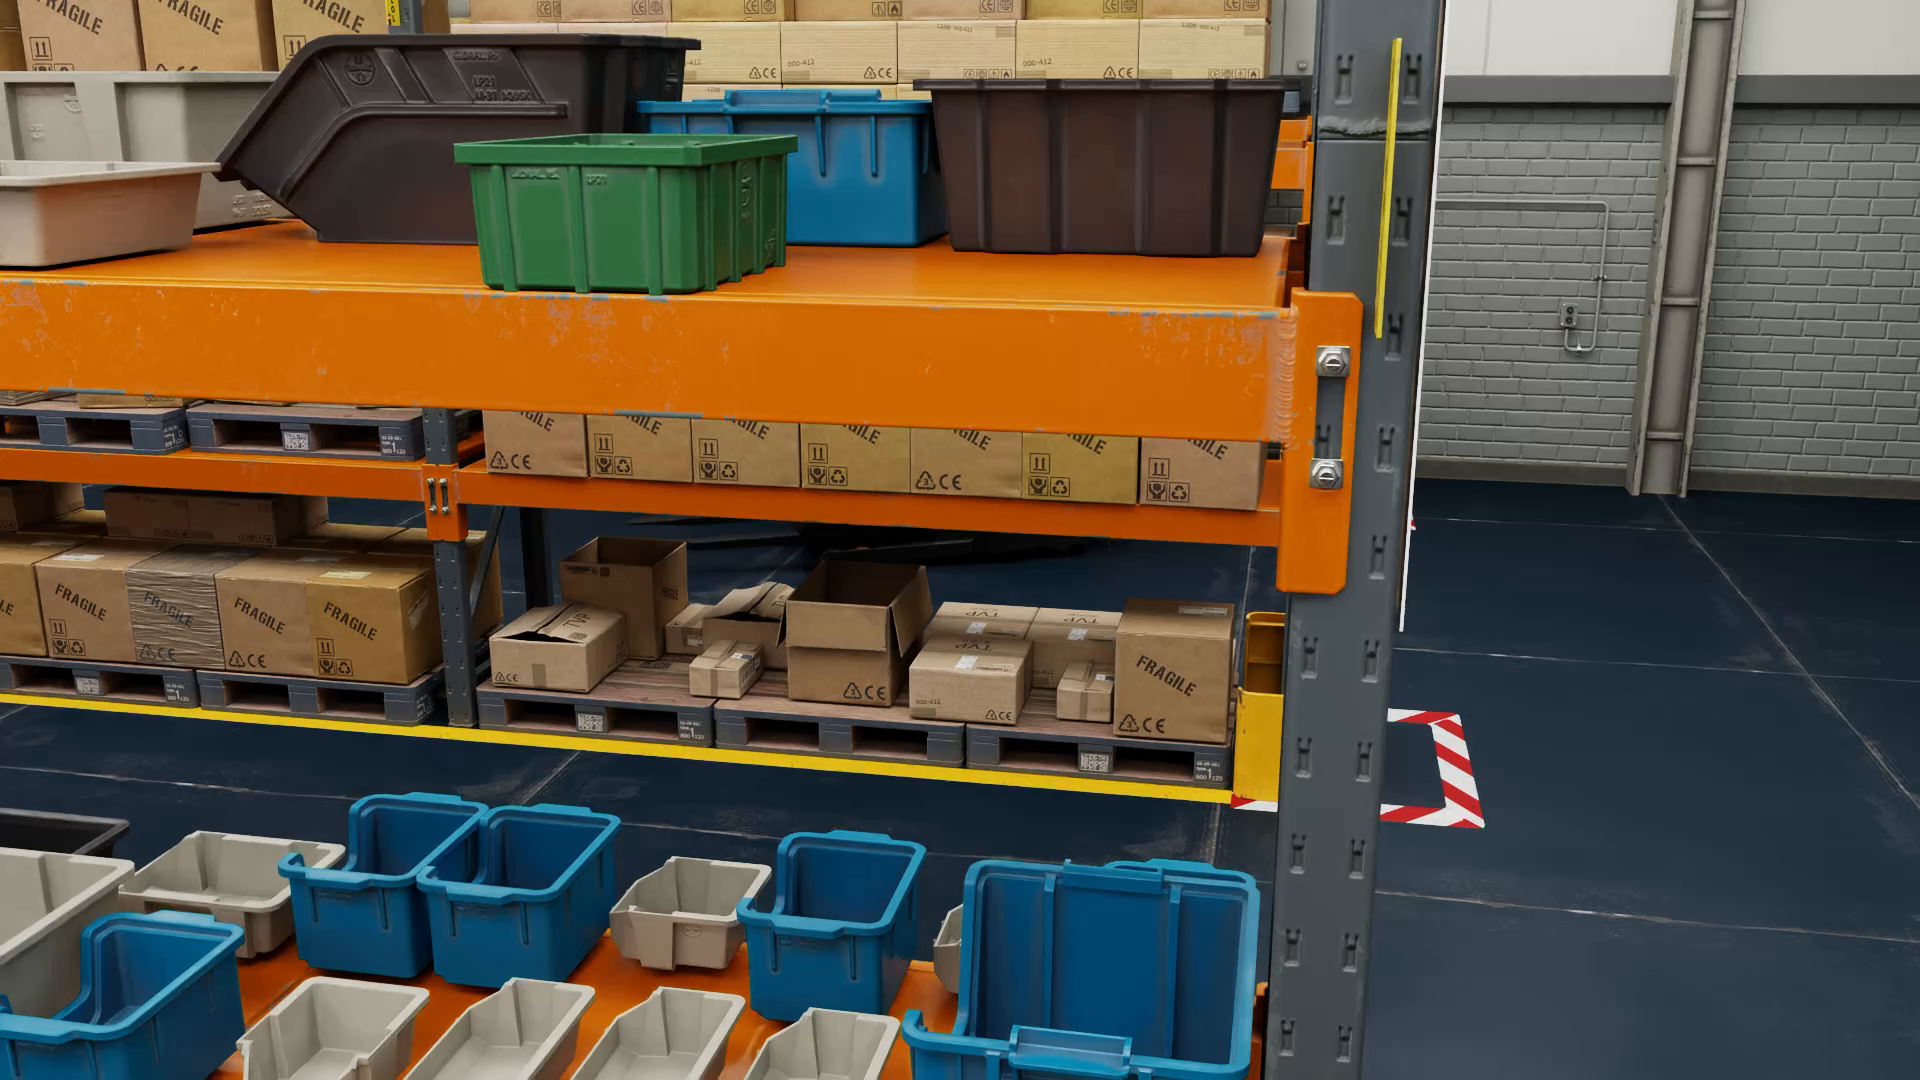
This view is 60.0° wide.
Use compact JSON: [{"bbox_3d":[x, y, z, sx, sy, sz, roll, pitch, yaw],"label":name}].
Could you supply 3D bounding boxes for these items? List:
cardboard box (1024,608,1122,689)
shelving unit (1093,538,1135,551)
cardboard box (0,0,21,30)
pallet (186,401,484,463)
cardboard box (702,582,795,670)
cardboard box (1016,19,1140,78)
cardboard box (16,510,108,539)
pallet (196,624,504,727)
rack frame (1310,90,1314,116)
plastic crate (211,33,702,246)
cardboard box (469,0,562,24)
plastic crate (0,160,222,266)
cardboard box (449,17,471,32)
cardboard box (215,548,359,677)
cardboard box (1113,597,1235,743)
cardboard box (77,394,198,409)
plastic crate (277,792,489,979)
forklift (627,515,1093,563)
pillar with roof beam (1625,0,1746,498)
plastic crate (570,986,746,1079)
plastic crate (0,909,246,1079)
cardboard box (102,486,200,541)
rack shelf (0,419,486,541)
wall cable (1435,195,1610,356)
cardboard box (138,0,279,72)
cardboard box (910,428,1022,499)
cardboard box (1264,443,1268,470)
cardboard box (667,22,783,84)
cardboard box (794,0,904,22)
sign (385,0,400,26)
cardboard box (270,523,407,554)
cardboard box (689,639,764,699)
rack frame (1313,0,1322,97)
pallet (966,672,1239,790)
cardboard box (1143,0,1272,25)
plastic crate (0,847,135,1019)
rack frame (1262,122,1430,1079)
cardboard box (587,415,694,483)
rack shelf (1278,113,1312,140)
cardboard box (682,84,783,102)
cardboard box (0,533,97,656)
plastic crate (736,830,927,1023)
[{"bbox_3d":[0.600,0.543,8.240,0.500,0.250,0.500,3,16,11],"label":"cardboard box"},{"bbox_3d":[1.085,-0.529,11.123,0.258,1.200,0.189,-11,27,-34],"label":"shelving unit"},{"bbox_3d":[-4.847,-2.763,8.167,0.500,0.500,0.500,3,16,11],"label":"cardboard box"},{"bbox_3d":[-3.114,-0.632,8.514,1.213,0.211,1.003,3,16,11],"label":"pallet"},{"bbox_3d":[-1.003,0.426,8.546,0.500,0.311,0.500,3,16,11],"label":"cardboard box"},{"bbox_3d":[0.522,-2.042,6.970,0.500,0.250,0.500,3,16,11],"label":"cardboard box"},{"bbox_3d":[-4.803,0.142,9.217,0.500,0.500,0.500,3,16,9],"label":"cardboard box"},{"bbox_3d":[-3.158,0.657,8.725,1.213,0.211,1.003,3,16,11],"label":"pallet"},{"bbox_3d":[2.550,-1.737,12.143,0.127,3.000,1.000,3,16,11],"label":"rack frame"},{"bbox_3d":[-0.866,-0.714,2.947,0.767,0.338,0.504,3,16,11],"label":"plastic crate"},{"bbox_3d":[-1.869,-2.613,7.627,0.500,0.500,0.700,3,16,11],"label":"cardboard box"},{"bbox_3d":[-1.498,-0.509,2.584,0.530,0.136,0.437,3,16,11],"label":"plastic crate"},{"bbox_3d":[-3.734,-3.810,12.997,0.500,0.500,0.700,4,16,14],"label":"cardboard box"},{"bbox_3d":[-3.377,0.359,8.434,0.500,0.500,0.500,3,16,11],"label":"cardboard box"},{"bbox_3d":[0.985,0.588,7.610,0.500,0.500,0.500,3,16,11],"label":"cardboard box"},{"bbox_3d":[-4.097,-0.982,8.443,0.500,0.500,0.700,-1,16,-3],"label":"cardboard box"},{"bbox_3d":[-1.185,0.721,3.470,0.300,0.233,0.416,3,16,11],"label":"plastic crate"},{"bbox_3d":[-0.678,-1.347,10.865,3.031,2.935,1.130,-4,16,-15],"label":"forklift"},{"bbox_3d":[4.510,-3.584,7.574,0.400,9.000,9.100,3,16,11],"label":"pillar with roof beam"},{"bbox_3d":[-0.540,0.938,2.869,0.243,0.136,0.396,3,16,11],"label":"plastic crate"},{"bbox_3d":[-1.488,0.865,2.953,0.300,0.233,0.416,3,16,11],"label":"plastic crate"},{"bbox_3d":[-4.250,-0.191,9.018,0.500,0.250,0.500,3,16,10],"label":"cardboard box"},{"bbox_3d":[-4.313,-0.413,8.712,4.000,0.370,1.077,3,16,11],"label":"rack shelf"},{"bbox_3d":[3.993,-2.406,12.654,1.851,1.984,0.084,3,16,11],"label":"wall cable"},{"bbox_3d":[-3.492,-2.473,8.022,0.600,0.600,0.600,3,16,10],"label":"cardboard box"},{"bbox_3d":[0.077,-0.496,7.477,0.500,0.500,0.500,3,16,12],"label":"cardboard box"},{"bbox_3d":[1.184,-0.581,7.785,0.500,0.500,0.500,3,16,12],"label":"cardboard box"},{"bbox_3d":[-0.948,-2.121,7.255,0.500,0.250,0.500,3,16,11],"label":"cardboard box"},{"bbox_3d":[-0.396,-2.538,7.355,0.500,0.500,0.700,3,16,11],"label":"cardboard box"},{"bbox_3d":[-2.460,-2.393,7.185,0.005,0.325,0.100,3,16,11],"label":"sign"},{"bbox_3d":[-3.304,0.224,8.922,0.500,0.500,0.500,3,16,12],"label":"cardboard box"},{"bbox_3d":[-1.135,0.622,8.110,0.250,0.166,0.380,3,16,11],"label":"cardboard box"},{"bbox_3d":[1.567,-3.332,6.663,0.127,3.000,1.000,3,16,11],"label":"rack frame"},{"bbox_3d":[0.711,0.857,8.003,1.213,0.211,1.003,3,16,11],"label":"pallet"},{"bbox_3d":[1.060,-2.439,7.000,0.500,0.500,0.700,3,16,11],"label":"cardboard box"},{"bbox_3d":[-1.884,0.800,3.095,0.530,0.282,0.437,3,16,11],"label":"plastic crate"},{"bbox_3d":[0.576,0.855,2.786,0.127,3.000,1.000,3,16,11],"label":"rack frame"},{"bbox_3d":[-1.406,-0.577,7.768,0.500,0.500,0.500,3,16,12],"label":"cardboard box"},{"bbox_3d":[0.590,-2.942,12.222,4.000,0.370,1.077,3,16,11],"label":"rack shelf"},{"bbox_3d":[-0.947,-1.881,7.327,0.500,0.250,0.500,3,16,11],"label":"cardboard box"},{"bbox_3d":[-4.879,0.280,8.721,0.500,0.500,0.500,3,16,10],"label":"cardboard box"},{"bbox_3d":[-0.246,0.772,3.286,0.300,0.233,0.416,3,16,11],"label":"plastic crate"}]
